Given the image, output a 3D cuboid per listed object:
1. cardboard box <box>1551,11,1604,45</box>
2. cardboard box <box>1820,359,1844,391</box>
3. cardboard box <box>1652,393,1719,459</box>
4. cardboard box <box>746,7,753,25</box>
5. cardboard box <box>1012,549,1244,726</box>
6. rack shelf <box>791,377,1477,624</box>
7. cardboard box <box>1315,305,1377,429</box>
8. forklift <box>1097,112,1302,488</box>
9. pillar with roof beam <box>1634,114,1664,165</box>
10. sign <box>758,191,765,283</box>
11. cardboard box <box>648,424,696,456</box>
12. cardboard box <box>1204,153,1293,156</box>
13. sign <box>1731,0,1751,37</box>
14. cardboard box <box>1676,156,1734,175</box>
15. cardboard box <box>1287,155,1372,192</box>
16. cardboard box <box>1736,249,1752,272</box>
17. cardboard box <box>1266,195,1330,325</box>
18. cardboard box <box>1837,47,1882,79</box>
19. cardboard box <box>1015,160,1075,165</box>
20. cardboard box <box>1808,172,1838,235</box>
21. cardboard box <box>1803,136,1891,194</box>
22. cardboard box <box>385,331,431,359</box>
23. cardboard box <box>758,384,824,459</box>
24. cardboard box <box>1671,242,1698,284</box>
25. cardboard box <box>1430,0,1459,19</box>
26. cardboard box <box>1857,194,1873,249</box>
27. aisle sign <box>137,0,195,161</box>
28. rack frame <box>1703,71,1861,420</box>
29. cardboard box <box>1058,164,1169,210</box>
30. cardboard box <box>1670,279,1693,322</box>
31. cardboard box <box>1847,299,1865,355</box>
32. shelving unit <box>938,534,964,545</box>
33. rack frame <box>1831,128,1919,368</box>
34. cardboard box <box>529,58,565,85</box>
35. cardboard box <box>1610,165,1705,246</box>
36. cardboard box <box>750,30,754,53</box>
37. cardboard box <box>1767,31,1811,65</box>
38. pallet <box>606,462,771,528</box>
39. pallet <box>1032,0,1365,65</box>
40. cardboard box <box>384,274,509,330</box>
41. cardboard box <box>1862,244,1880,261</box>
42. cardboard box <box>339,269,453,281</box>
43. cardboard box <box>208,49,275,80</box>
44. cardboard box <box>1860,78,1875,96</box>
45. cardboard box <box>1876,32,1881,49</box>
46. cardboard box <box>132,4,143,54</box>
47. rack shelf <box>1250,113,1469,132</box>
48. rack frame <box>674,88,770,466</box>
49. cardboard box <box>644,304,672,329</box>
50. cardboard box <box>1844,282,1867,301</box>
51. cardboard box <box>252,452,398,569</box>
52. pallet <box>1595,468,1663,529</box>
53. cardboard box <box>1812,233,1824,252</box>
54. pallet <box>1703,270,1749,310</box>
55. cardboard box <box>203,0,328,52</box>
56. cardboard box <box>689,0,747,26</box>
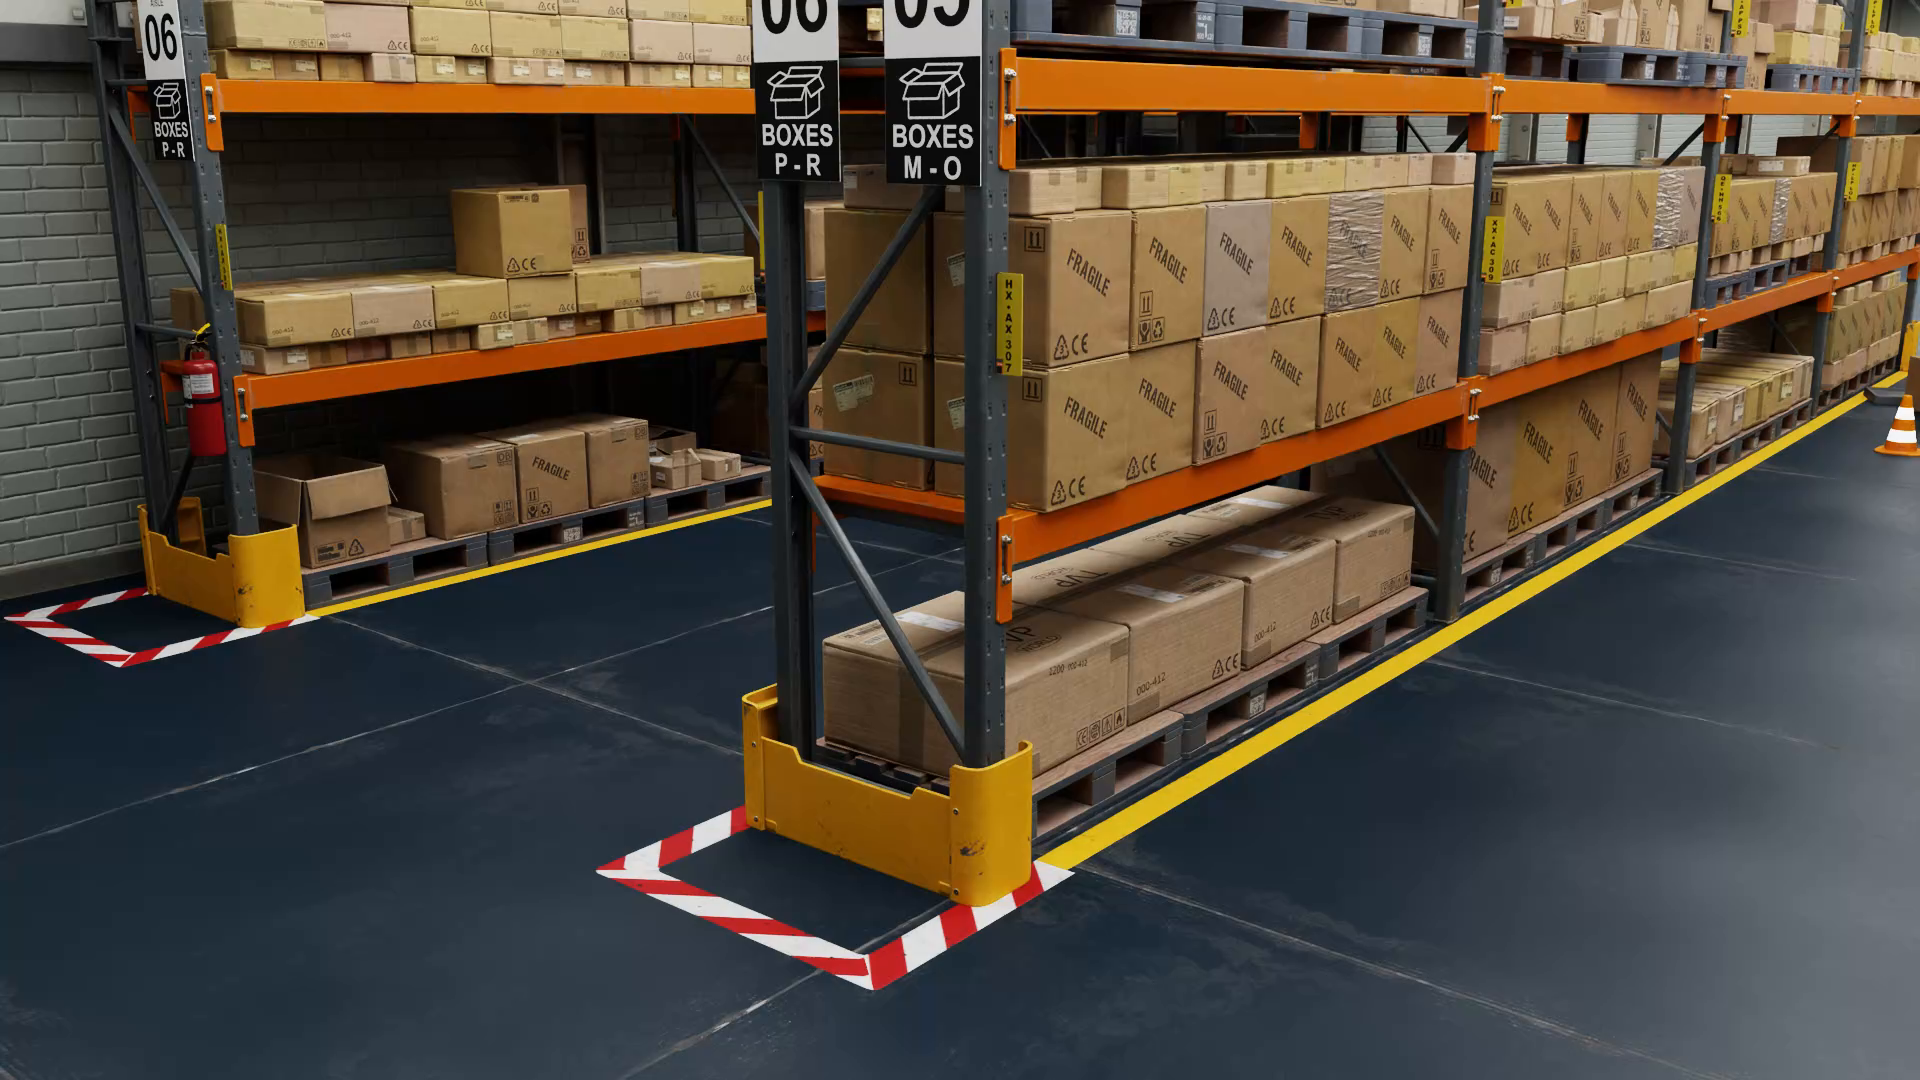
[{"bbox_3d":[3.313,-2.818,9.155,0.380,0.166,0.250,10,17,34],"label":"cardboard box"},{"bbox_3d":[7.854,-1.560,15.404,0.500,0.250,0.500,10,17,35],"label":"cardboard box"},{"bbox_3d":[5.122,-0.889,12.513,0.950,0.372,0.625,10,17,34],"label":"cardboard box"},{"bbox_3d":[-1.520,-3.657,11.685,0.380,0.149,0.250,11,18,37],"label":"cardboard box"},{"bbox_3d":[0.637,0.400,7.308,0.875,0.438,0.875,12,18,39],"label":"cardboard box"},{"bbox_3d":[0.988,-0.354,7.387,1.077,0.370,4.000,11,18,38],"label":"rack shelf"},{"bbox_3d":[1.529,-0.808,7.509,0.500,0.500,0.500,11,18,37],"label":"cardboard box"},{"bbox_3d":[1.735,-1.878,12.062,1.130,2.935,3.031,13,19,41],"label":"forklift"},{"bbox_3d":[15.676,-8.697,26.583,9.100,9.000,0.400,11,18,38],"label":"pillar with roof beam"},{"bbox_3d":[-0.682,-1.083,5.960,0.100,0.325,0.005,11,18,38],"label":"sign"},{"bbox_3d":[-2.217,-0.664,11.752,0.500,0.311,0.500,12,19,39],"label":"cardboard box"},{"bbox_3d":[1.365,-1.768,7.940,0.380,0.149,0.250,11,18,37],"label":"cardboard box"},{"bbox_3d":[5.186,-3.507,11.035,0.100,0.325,0.005,11,18,38],"label":"sign"},{"bbox_3d":[6.100,-3.069,13.636,0.380,0.149,0.250,13,19,41],"label":"cardboard box"},{"bbox_3d":[1.610,-1.641,7.438,0.380,0.149,0.250,11,18,37],"label":"cardboard box"},{"bbox_3d":[5.709,-2.111,12.498,0.380,0.149,0.250,11,18,38],"label":"cardboard box"},{"bbox_3d":[1.204,-1.197,7.007,0.500,0.500,0.500,11,18,38],"label":"cardboard box"},{"bbox_3d":[7.763,-4.185,14.615,0.500,0.250,0.500,11,18,36],"label":"cardboard box"},{"bbox_3d":[0.229,-1.424,6.585,0.380,0.149,0.250,12,18,39],"label":"cardboard box"},{"bbox_3d":[7.162,-2.890,14.248,0.500,0.500,0.500,11,18,37],"label":"cardboard box"},{"bbox_3d":[8.057,-3.441,15.236,0.700,0.500,0.500,11,18,38],"label":"cardboard box"},{"bbox_3d":[-3.243,-1.137,9.516,0.380,0.149,0.250,12,19,39],"label":"cardboard box"},{"bbox_3d":[-1.139,-0.903,12.311,0.500,0.500,0.500,12,19,40],"label":"cardboard box"},{"bbox_3d":[4.653,-1.890,11.259,0.500,0.250,0.500,11,18,37],"label":"cardboard box"},{"bbox_3d":[2.093,-2.555,7.713,0.396,0.266,0.258,12,19,39],"label":"cardboard box"},{"bbox_3d":[8.064,-2.952,15.343,0.500,0.500,0.500,11,18,37],"label":"cardboard box"},{"bbox_3d":[-3.946,-2.289,8.261,0.394,0.787,0.004,11,18,38],"label":"aisle sign"},{"bbox_3d":[7.273,-2.618,14.837,1.000,3.000,0.127,11,18,38],"label":"rack frame"},{"bbox_3d":[0.532,-1.286,6.041,0.380,0.149,0.250,12,19,39],"label":"cardboard box"},{"bbox_3d":[4.644,-1.642,11.301,0.500,0.250,0.500,10,18,36],"label":"cardboard box"},{"bbox_3d":[8.182,-2.028,15.723,0.500,0.500,0.500,12,19,40],"label":"cardboard box"},{"bbox_3d":[0.009,-0.584,10.486,0.258,1.200,0.189,11,18,38],"label":"shelving unit"},{"bbox_3d":[9.788,-3.384,17.853,1.000,3.000,0.127,11,18,38],"label":"rack frame"},{"bbox_3d":[-2.559,-2.772,9.859,0.380,0.149,0.250,12,18,39],"label":"cardboard box"},{"bbox_3d":[4.638,-2.246,11.137,0.500,0.500,0.500,11,18,36],"label":"cardboard box"},{"bbox_3d":[-1.481,-3.506,11.695,0.380,0.149,0.250,11,18,37],"label":"cardboard box"},{"bbox_3d":[6.376,-3.875,13.144,0.500,0.250,0.500,12,18,38],"label":"cardboard box"},{"bbox_3d":[-2.050,-0.371,11.653,1.003,0.211,1.213,11,18,38],"label":"pallet"},{"bbox_3d":[0.956,-2.109,6.922,1.003,0.211,1.213,11,18,38],"label":"pallet"},{"bbox_3d":[-3.004,-1.398,9.736,0.500,0.250,0.500,11,18,36],"label":"cardboard box"},{"bbox_3d":[8.532,-2.751,15.869,0.380,0.149,0.250,11,18,38],"label":"cardboard box"},{"bbox_3d":[-3.409,-1.481,10.060,0.500,0.250,0.500,12,19,39],"label":"cardboard box"},{"bbox_3d":[-3.750,-2.445,8.572,0.380,0.149,0.250,12,18,39],"label":"cardboard box"},{"bbox_3d":[7.870,-4.013,14.746,0.380,0.149,0.250,11,18,38],"label":"cardboard box"},{"bbox_3d":[7.866,-4.401,14.653,0.380,0.149,0.250,12,19,39],"label":"cardboard box"},{"bbox_3d":[-4.064,-2.740,8.925,0.500,0.250,0.500,11,18,37],"label":"cardboard box"},{"bbox_3d":[4.667,-4.874,19.085,1.077,0.370,4.000,11,18,38],"label":"rack shelf"},{"bbox_3d":[-1.618,-1.854,11.827,1.000,3.000,0.127,11,18,38],"label":"rack frame"},{"bbox_3d":[-2.099,-1.479,10.862,0.380,0.149,0.250,12,18,39],"label":"cardboard box"},{"bbox_3d":[8.301,-2.351,15.678,0.380,0.149,0.250,12,19,40],"label":"cardboard box"},{"bbox_3d":[-3.674,-0.184,9.471,0.797,0.503,0.637,10,18,35],"label":"cardboard box"},{"bbox_3d":[4.205,-0.361,11.617,1.003,0.211,1.213,11,18,38],"label":"pallet"},{"bbox_3d":[7.165,-2.559,14.260,0.380,0.149,0.250,12,18,38],"label":"cardboard box"},{"bbox_3d":[5.125,-1.912,12.447,1.213,0.211,1.003,11,18,38],"label":"pallet"},{"bbox_3d":[-3.640,-2.655,8.592,0.500,0.250,0.500,11,18,37],"label":"cardboard box"},{"bbox_3d":[-1.748,-3.487,10.851,0.500,0.250,0.500,11,18,38],"label":"cardboard box"}]
